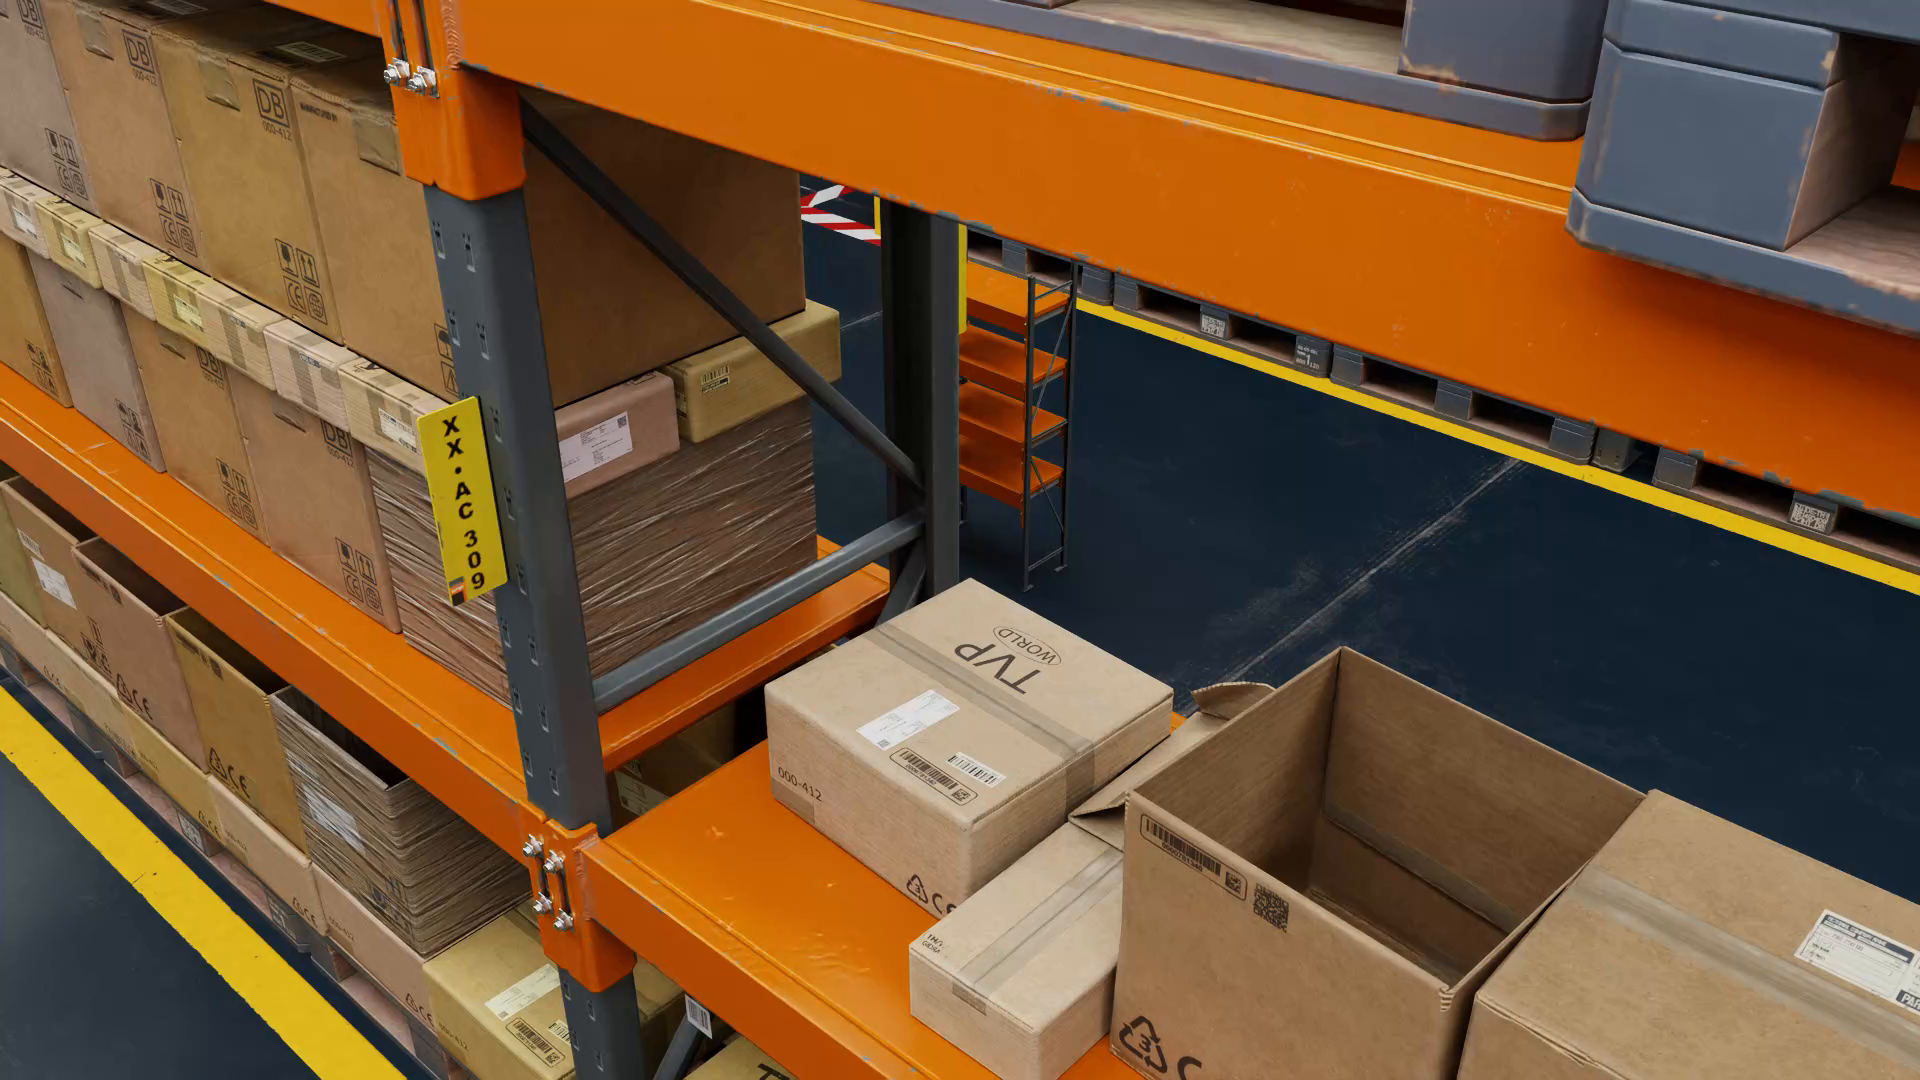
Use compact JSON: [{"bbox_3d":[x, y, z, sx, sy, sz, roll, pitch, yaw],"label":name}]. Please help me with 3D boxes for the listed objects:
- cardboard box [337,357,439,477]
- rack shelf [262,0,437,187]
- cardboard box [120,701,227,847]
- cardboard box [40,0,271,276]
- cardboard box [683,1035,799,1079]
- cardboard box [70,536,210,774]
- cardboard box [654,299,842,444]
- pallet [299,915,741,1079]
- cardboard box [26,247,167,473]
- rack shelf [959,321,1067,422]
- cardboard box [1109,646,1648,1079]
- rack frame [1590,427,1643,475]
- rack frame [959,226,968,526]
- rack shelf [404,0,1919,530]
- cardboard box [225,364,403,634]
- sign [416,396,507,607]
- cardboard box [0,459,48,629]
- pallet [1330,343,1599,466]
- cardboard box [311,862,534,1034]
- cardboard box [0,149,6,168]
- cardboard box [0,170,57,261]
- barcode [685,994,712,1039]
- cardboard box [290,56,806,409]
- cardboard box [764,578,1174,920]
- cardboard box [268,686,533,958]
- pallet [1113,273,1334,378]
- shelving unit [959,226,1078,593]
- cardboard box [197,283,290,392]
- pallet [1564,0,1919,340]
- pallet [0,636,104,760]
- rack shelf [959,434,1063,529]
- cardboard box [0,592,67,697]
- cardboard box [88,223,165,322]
[{"bbox_3d":[-0.907,-0.282,3.084,0.250,0.149,0.380,24,39,34],"label":"cardboard box"},{"bbox_3d":[-1.863,-1.532,3.675,4.000,0.370,1.077,25,39,35],"label":"rack shelf"},{"bbox_3d":[-1.986,0.541,4.701,0.500,0.250,0.500,25,39,35],"label":"cardboard box"},{"bbox_3d":[-1.459,-0.961,3.583,0.500,0.500,0.700,25,39,35],"label":"cardboard box"},{"bbox_3d":[-0.240,1.133,3.174,0.500,0.311,0.500,25,39,35],"label":"cardboard box"},{"bbox_3d":[-1.987,0.220,4.507,0.500,0.500,0.500,25,39,35],"label":"cardboard box"},{"bbox_3d":[-0.449,-0.351,3.198,0.250,0.149,0.380,25,39,35],"label":"cardboard box"},{"bbox_3d":[-0.941,1.041,4.317,1.213,0.211,1.003,25,39,35],"label":"pallet"},{"bbox_3d":[-1.858,-0.589,4.223,0.500,0.500,0.700,26,40,36],"label":"cardboard box"},{"bbox_3d":[0.123,-0.591,5.765,0.480,0.148,0.258,25,39,35],"label":"rack shelf"},{"bbox_3d":[0.569,0.549,2.333,0.500,0.500,0.500,-26,40,-36],"label":"cardboard box"},{"bbox_3d":[2.942,-1.758,6.263,0.127,3.000,1.000,25,39,35],"label":"rack frame"},{"bbox_3d":[-0.058,-0.541,5.986,0.015,1.200,0.240,25,39,35],"label":"rack frame"},{"bbox_3d":[1.103,-0.148,1.376,4.000,0.370,1.077,25,39,35],"label":"rack shelf"},{"bbox_3d":[-1.108,-0.237,3.638,0.500,0.500,0.700,25,39,35],"label":"cardboard box"},{"bbox_3d":[-0.751,-0.055,2.517,0.005,0.325,0.100,25,39,35],"label":"sign"},{"bbox_3d":[-2.725,-0.127,5.085,0.500,0.500,0.500,25,39,35],"label":"cardboard box"},{"bbox_3d":[2.420,-0.783,7.345,1.213,0.211,1.003,25,39,35],"label":"pallet"},{"bbox_3d":[-1.234,0.882,4.136,0.500,0.250,0.500,25,39,35],"label":"cardboard box"},{"bbox_3d":[-2.201,-1.307,4.158,0.500,0.500,0.700,25,39,35],"label":"cardboard box"},{"bbox_3d":[-2.060,-0.817,3.974,0.250,0.149,0.380,25,39,36],"label":"cardboard box"},{"bbox_3d":[-0.470,0.856,2.986,0.075,0.075,0.001,25,39,35],"label":"barcode"},{"bbox_3d":[-0.713,-0.613,3.004,0.500,0.500,0.700,25,39,35],"label":"cardboard box"},{"bbox_3d":[0.015,0.355,2.897,0.500,0.250,0.500,-27,40,-37],"label":"cardboard box"},{"bbox_3d":[-1.233,0.560,3.944,0.500,0.500,0.500,25,39,35],"label":"cardboard box"},{"bbox_3d":[1.511,-1.205,8.047,1.213,0.211,1.003,25,39,35],"label":"pallet"},{"bbox_3d":[0.123,-0.457,5.845,0.503,1.200,0.258,25,39,35],"label":"shelving unit"},{"bbox_3d":[-1.298,-0.462,3.384,0.250,0.149,0.380,25,39,35],"label":"cardboard box"},{"bbox_3d":[1.192,-0.269,1.064,1.213,0.211,1.003,27,40,37],"label":"pallet"},{"bbox_3d":[-2.750,0.196,5.719,1.213,0.211,1.003,25,39,35],"label":"pallet"},{"bbox_3d":[0.123,-0.229,5.982,0.480,0.148,0.258,25,39,35],"label":"rack shelf"},{"bbox_3d":[-2.724,0.193,5.280,0.500,0.250,0.500,25,39,35],"label":"cardboard box"},{"bbox_3d":[-1.665,-0.636,3.672,0.250,0.149,0.380,26,40,36],"label":"cardboard box"}]
